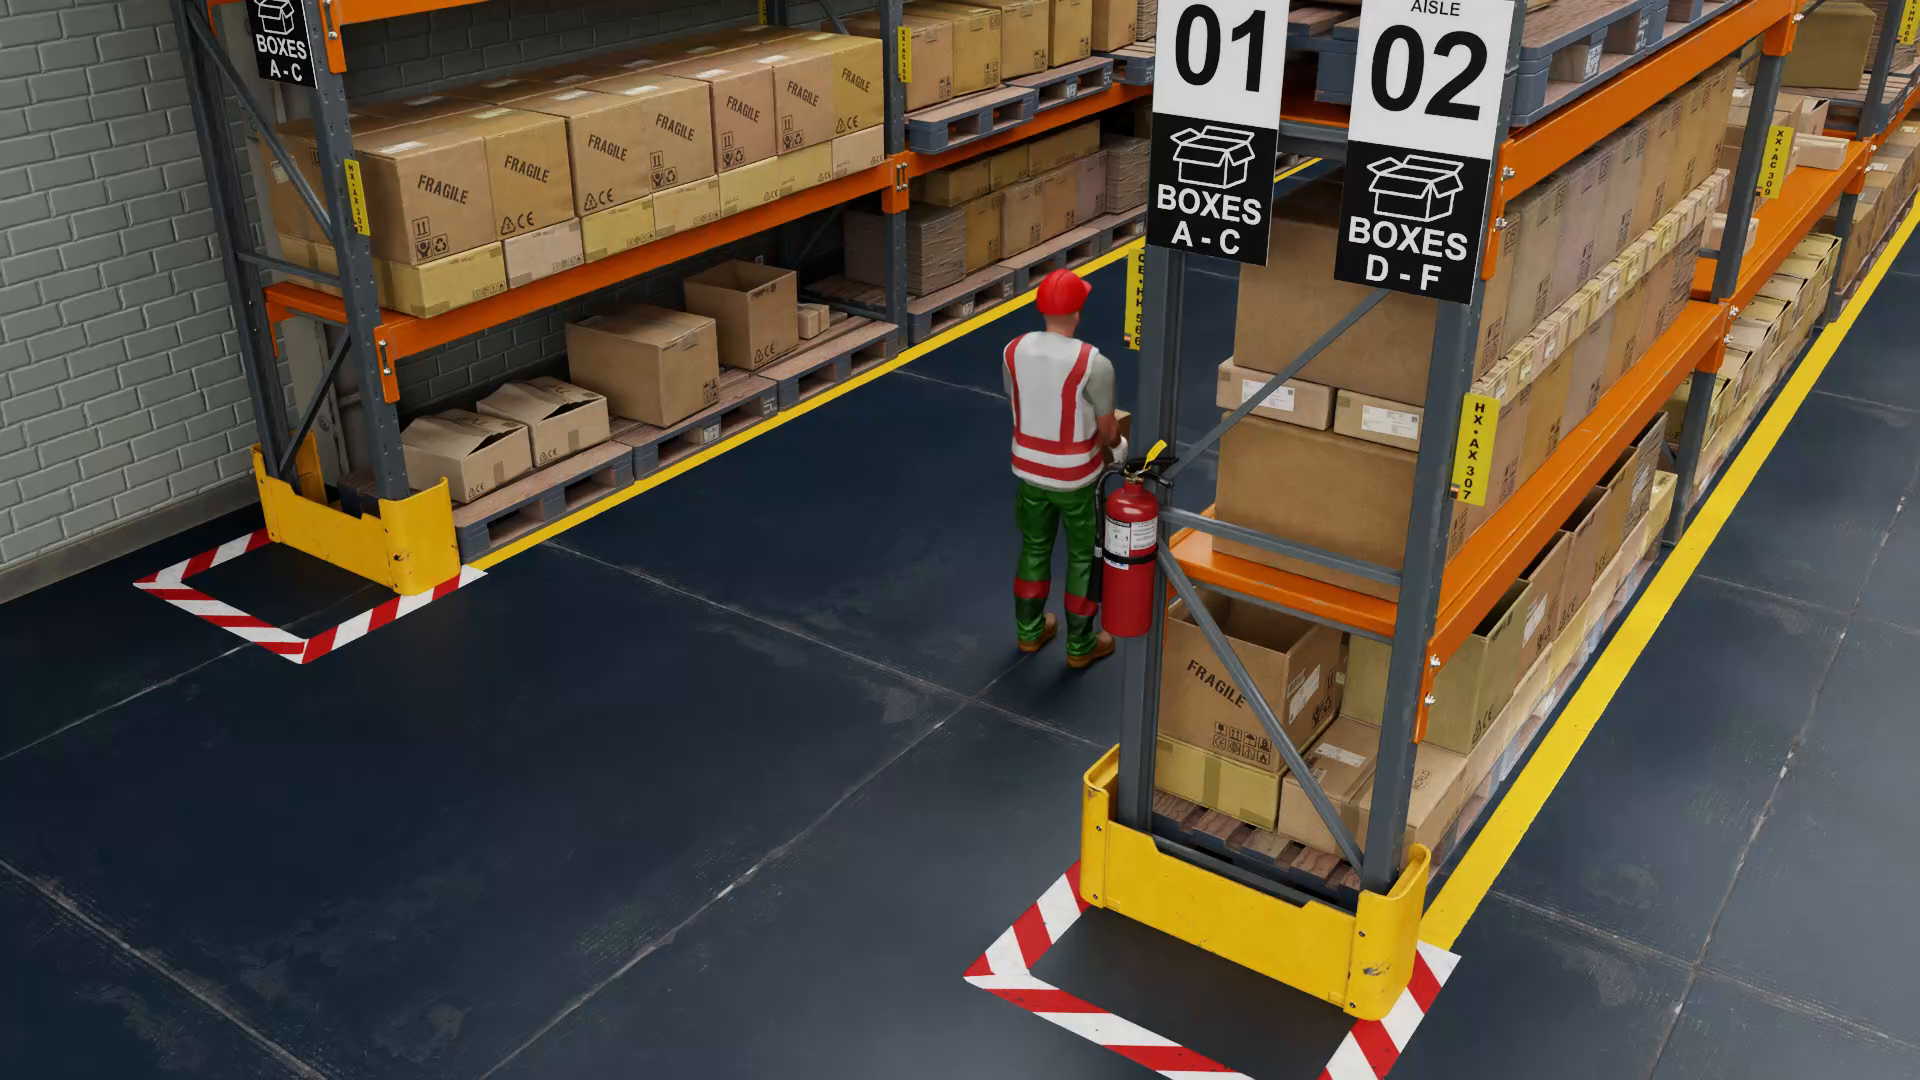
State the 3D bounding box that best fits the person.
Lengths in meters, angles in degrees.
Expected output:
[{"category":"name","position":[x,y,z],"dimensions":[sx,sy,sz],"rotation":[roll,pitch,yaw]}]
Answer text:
[{"category":"person","position":[0.465,-0.328,7.235],"dimensions":[0.528,1.794,0.508],"rotation":[17,31,30]}]
